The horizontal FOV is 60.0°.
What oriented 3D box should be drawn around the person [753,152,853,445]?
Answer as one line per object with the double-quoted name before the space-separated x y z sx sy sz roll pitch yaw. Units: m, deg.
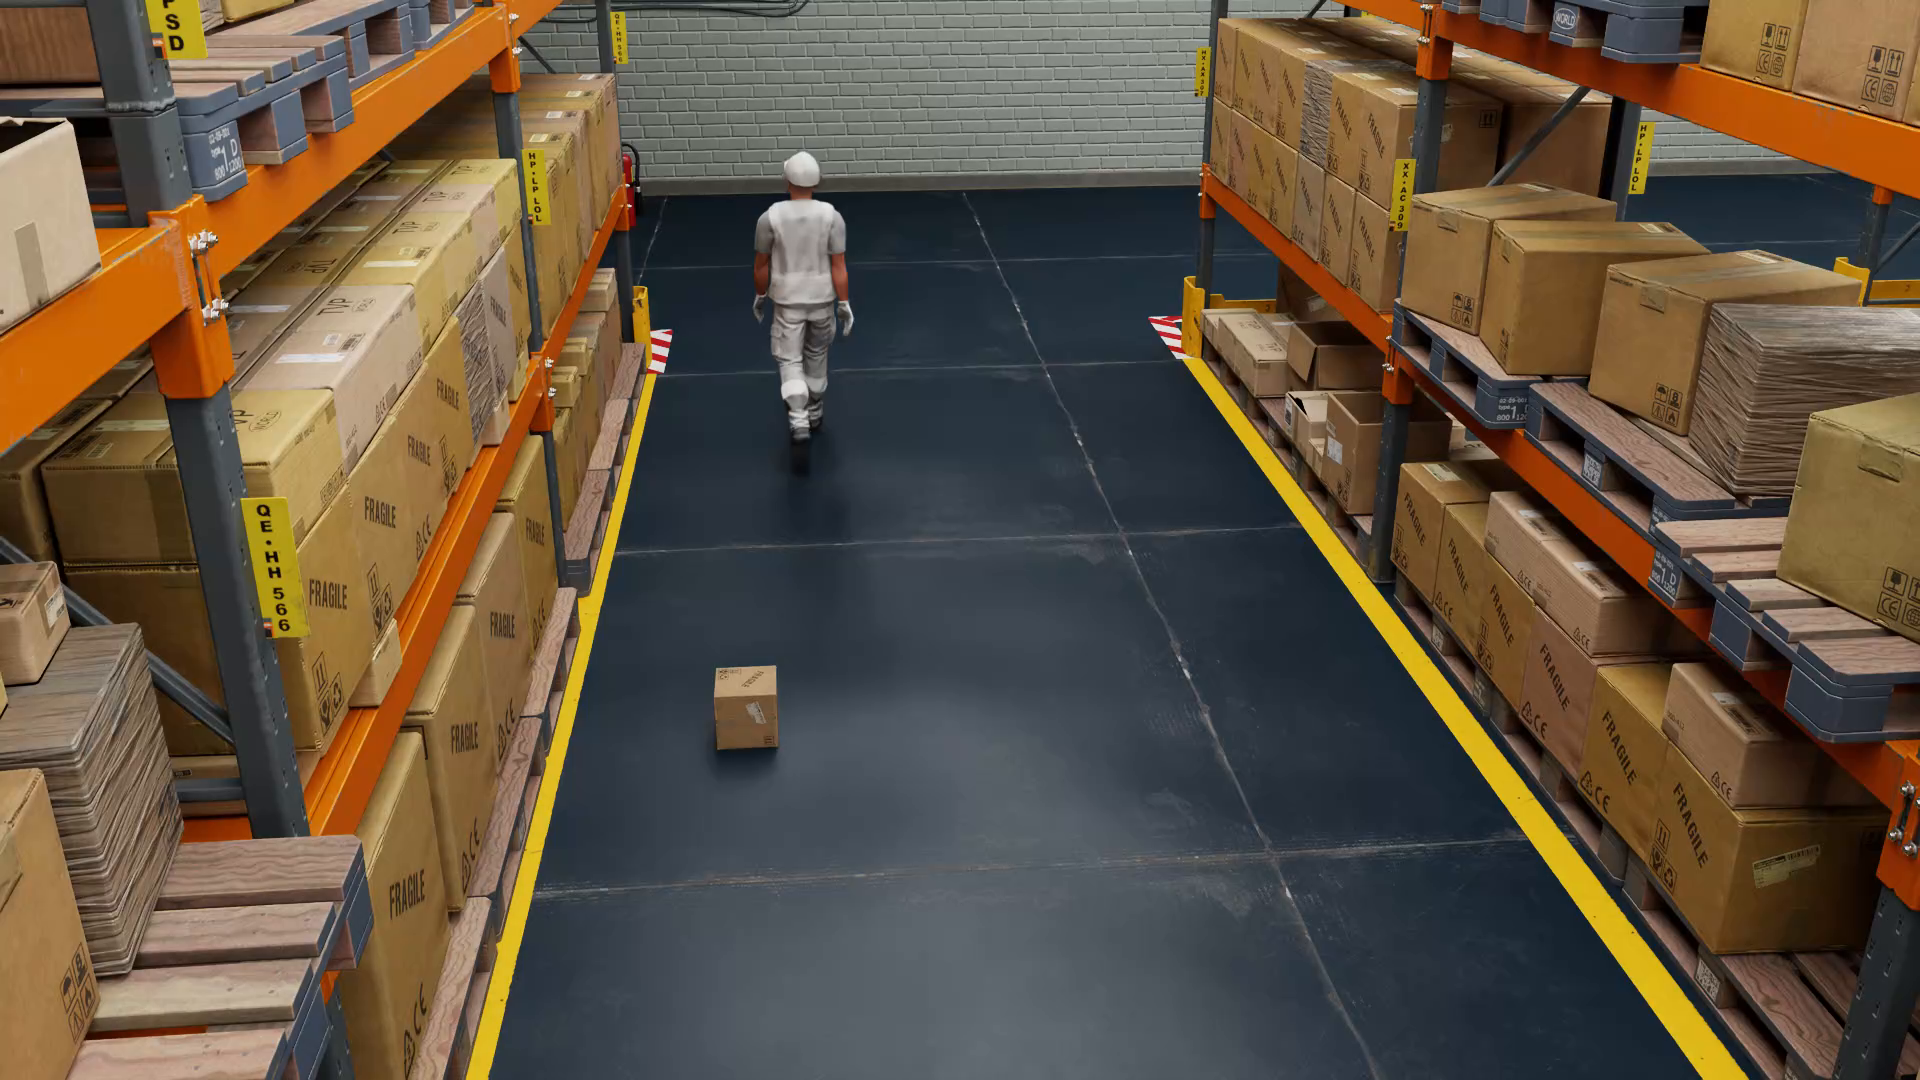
"person" -0.930 -1.413 9.825 0.574 1.752 0.981 -4 24 -10
